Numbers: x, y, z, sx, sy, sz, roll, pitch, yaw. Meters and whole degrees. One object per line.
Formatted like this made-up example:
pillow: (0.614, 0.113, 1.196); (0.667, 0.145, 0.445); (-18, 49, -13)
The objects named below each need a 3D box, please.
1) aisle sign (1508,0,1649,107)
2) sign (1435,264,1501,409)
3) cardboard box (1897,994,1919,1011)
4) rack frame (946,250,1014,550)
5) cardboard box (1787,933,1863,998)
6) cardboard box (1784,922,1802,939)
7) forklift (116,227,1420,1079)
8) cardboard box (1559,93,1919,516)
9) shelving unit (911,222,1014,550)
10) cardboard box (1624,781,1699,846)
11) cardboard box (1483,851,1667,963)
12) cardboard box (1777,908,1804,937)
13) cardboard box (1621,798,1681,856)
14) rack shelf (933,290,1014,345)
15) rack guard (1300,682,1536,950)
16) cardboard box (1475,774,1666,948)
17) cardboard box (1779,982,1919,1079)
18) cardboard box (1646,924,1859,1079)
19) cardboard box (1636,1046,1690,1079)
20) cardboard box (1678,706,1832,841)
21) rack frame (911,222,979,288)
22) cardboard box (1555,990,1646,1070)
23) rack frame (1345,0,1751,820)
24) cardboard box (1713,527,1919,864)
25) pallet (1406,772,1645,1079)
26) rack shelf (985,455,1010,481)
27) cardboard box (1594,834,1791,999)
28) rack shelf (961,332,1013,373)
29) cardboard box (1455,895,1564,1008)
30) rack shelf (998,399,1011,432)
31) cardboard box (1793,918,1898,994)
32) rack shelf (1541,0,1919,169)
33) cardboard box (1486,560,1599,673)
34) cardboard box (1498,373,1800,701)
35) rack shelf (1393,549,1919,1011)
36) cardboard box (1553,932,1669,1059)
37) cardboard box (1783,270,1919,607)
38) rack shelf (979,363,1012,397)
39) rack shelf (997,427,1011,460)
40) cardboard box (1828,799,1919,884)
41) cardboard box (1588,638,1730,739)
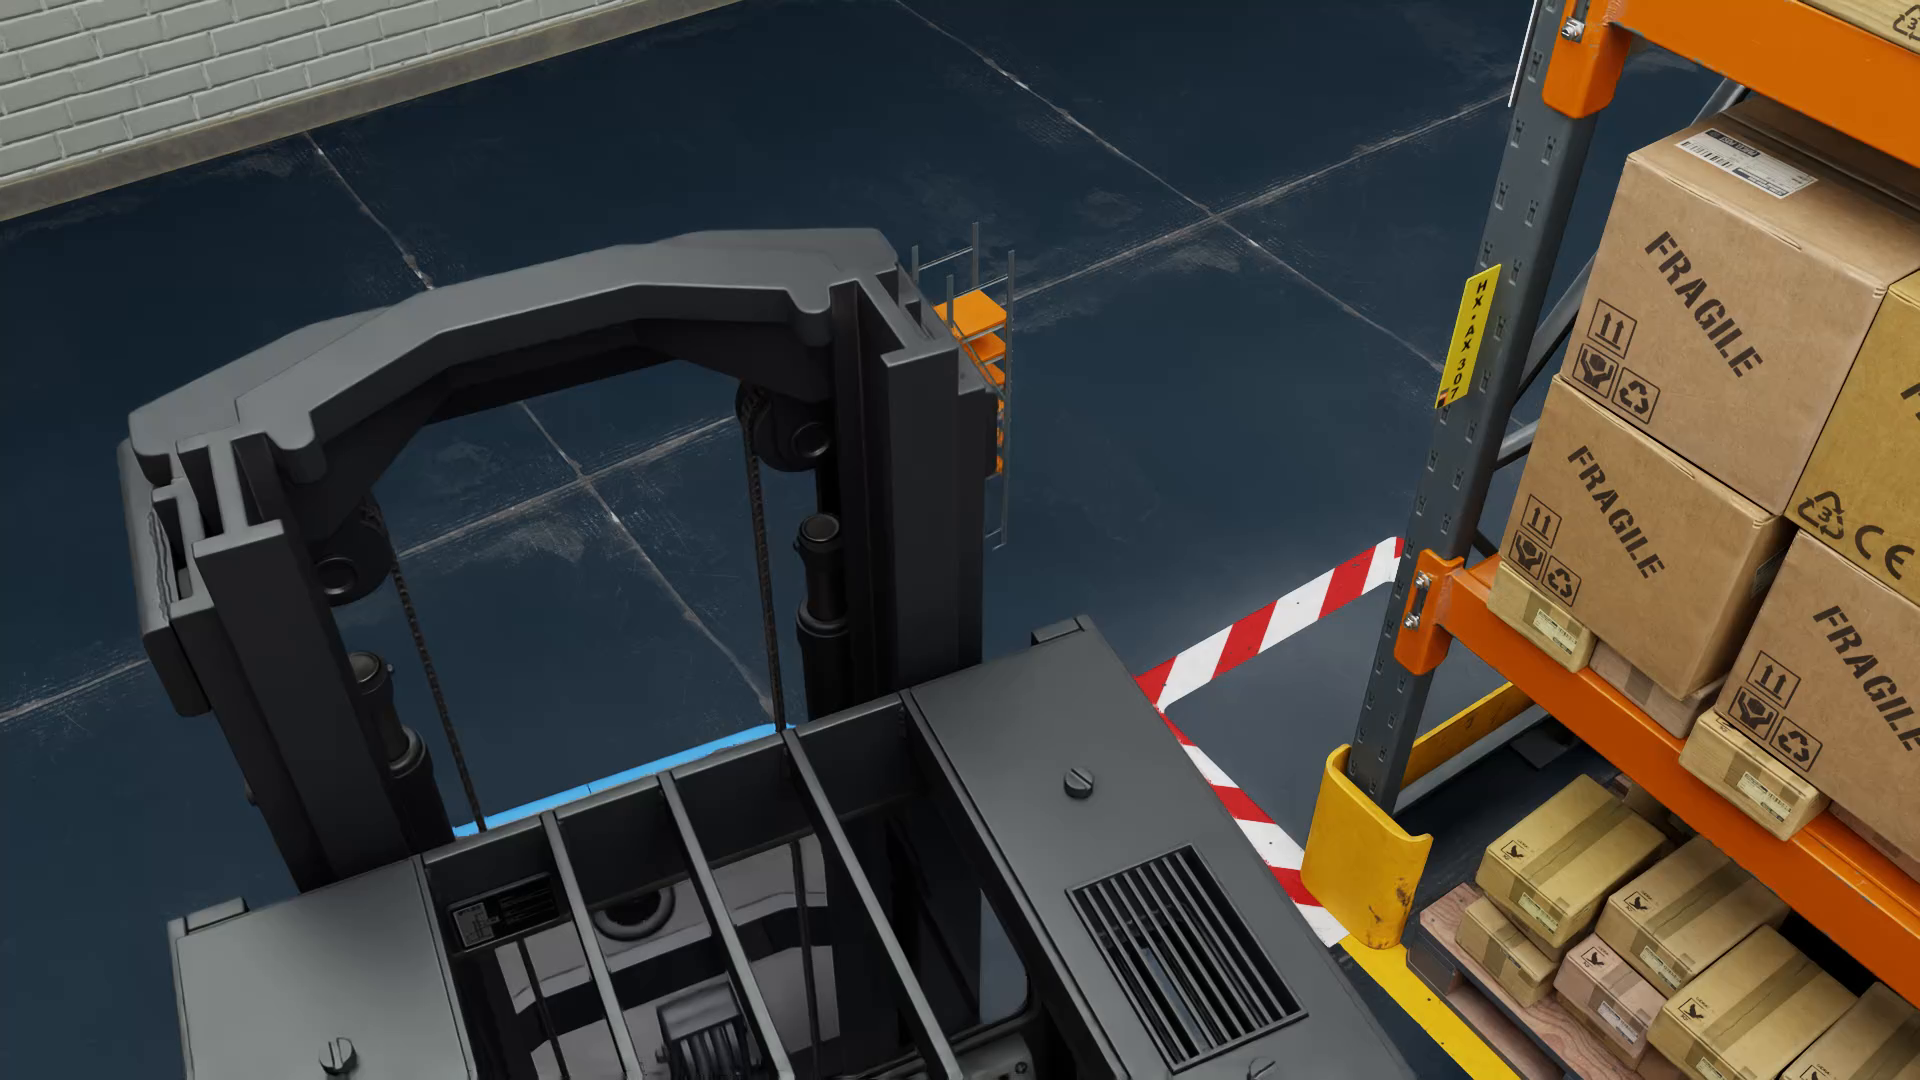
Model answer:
aisle sign: (1.190, -1.174, 2.925); (0.394, 0.787, 0.004); (-26, 49, -24)
sign: (1.033, -0.410, 3.380); (0.100, 0.325, 0.005); (-26, 49, -24)
cardboard box: (2.382, 1.133, 3.936); (0.380, 0.149, 0.250); (-26, 50, -25)
rack frame: (0.061, -0.374, 5.273); (0.240, 1.200, 0.006); (-26, 49, -24)
cardboard box: (2.261, 1.073, 4.214); (0.380, 0.149, 0.250); (-26, 49, -25)
cardboard box: (2.180, 0.889, 4.407); (0.380, 0.149, 0.250); (-24, 49, -23)
forklift: (-0.207, 1.178, 2.394); (1.130, 2.935, 3.031); (-17, 46, -17)
cardboard box: (1.517, -0.458, 3.045); (0.500, 0.500, 0.500); (-26, 49, -25)
shelving unit: (0.008, -0.426, 5.327); (0.258, 1.200, 0.189); (-26, 49, -24)
cardboard box: (2.014, 0.647, 4.445); (0.380, 0.149, 0.250); (-27, 50, -25)
cardboard box: (1.567, 0.859, 4.223); (0.380, 0.149, 0.250); (-24, 49, -23)
cardboard box: (2.119, 0.816, 4.268); (0.380, 0.149, 0.250); (-27, 50, -25)
cardboard box: (1.950, 0.784, 4.517); (0.380, 0.149, 0.250); (-25, 49, -24)
rack shelf: (0.008, -0.654, 5.109); (0.258, 0.103, 0.180); (-26, 49, -24)
rack guard: (1.521, 0.636, 4.722); (1.175, 0.500, 0.348); (-26, 49, -24)
cardboard box: (1.499, 0.784, 4.086); (0.380, 0.149, 0.250); (-28, 50, -26)
cardboard box: (2.004, 1.193, 3.657); (0.380, 0.149, 0.250); (-28, 50, -26)
cardboard box: (1.794, 1.086, 3.770); (0.380, 0.149, 0.250); (-26, 49, -25)
cardboard box: (1.880, 1.245, 4.034); (0.380, 0.149, 0.250); (-25, 49, -24)
cardboard box: (1.684, 0.394, 3.347); (0.380, 0.149, 0.250); (-27, 50, -26)
rack frame: (-0.044, -0.478, 5.381); (0.240, 1.200, 0.006); (-26, 49, -24)
cardboard box: (1.732, 1.107, 4.178); (0.380, 0.149, 0.250); (-26, 49, -25)
rack frame: (1.478, -0.311, 3.904); (1.000, 3.000, 0.127); (-26, 49, -24)
cardboard box: (1.835, 0.201, 3.079); (0.500, 0.500, 0.500); (-26, 49, -24)
pallet: (1.957, 1.215, 4.325); (1.003, 0.211, 1.213); (-26, 49, -24)
rack shelf: (0.008, -0.220, 5.524); (0.258, 0.103, 0.180); (-26, 49, -24)
cardboard box: (1.755, 0.892, 3.973); (0.380, 0.149, 0.250); (-25, 49, -24)
rack shelf: (0.008, -0.567, 5.192); (0.258, 0.103, 0.180); (-26, 49, -24)
cardboard box: (1.515, 0.991, 4.300); (0.380, 0.149, 0.250); (-25, 49, -24)
rack shelf: (0.008, -0.394, 5.358); (0.258, 0.103, 0.180); (-26, 49, -24)
cardboard box: (2.313, 0.940, 4.138); (0.380, 0.149, 0.250); (-28, 50, -26)
rack shelf: (2.622, -0.003, 1.930); (1.077, 0.370, 4.000); (-26, 49, -24)
cardboard box: (1.394, 0.093, 3.663); (0.380, 0.149, 0.250); (-26, 49, -25)
cardboard box: (1.508, -0.092, 3.386); (0.500, 0.500, 0.500); (-23, 48, -23)
rack shelf: (2.622, 1.082, 2.966); (1.077, 0.370, 4.000); (-26, 49, -24)
cardboard box: (1.677, 1.036, 4.038); (0.380, 0.149, 0.250); (-26, 49, -25)
cardboard box: (1.811, -0.174, 2.748); (0.500, 0.500, 0.500); (-24, 49, -23)
rack shelf: (0.008, -0.480, 5.275); (0.258, 0.103, 0.180); (-26, 49, -24)
rack shelf: (0.008, -0.307, 5.441); (0.258, 0.103, 0.180); (-26, 49, -24)
cardboard box: (1.945, 0.487, 3.250); (0.380, 0.149, 0.250); (-23, 48, -23)
cardboard box: (1.574, 0.220, 3.529); (0.380, 0.149, 0.250); (-24, 49, -23)
